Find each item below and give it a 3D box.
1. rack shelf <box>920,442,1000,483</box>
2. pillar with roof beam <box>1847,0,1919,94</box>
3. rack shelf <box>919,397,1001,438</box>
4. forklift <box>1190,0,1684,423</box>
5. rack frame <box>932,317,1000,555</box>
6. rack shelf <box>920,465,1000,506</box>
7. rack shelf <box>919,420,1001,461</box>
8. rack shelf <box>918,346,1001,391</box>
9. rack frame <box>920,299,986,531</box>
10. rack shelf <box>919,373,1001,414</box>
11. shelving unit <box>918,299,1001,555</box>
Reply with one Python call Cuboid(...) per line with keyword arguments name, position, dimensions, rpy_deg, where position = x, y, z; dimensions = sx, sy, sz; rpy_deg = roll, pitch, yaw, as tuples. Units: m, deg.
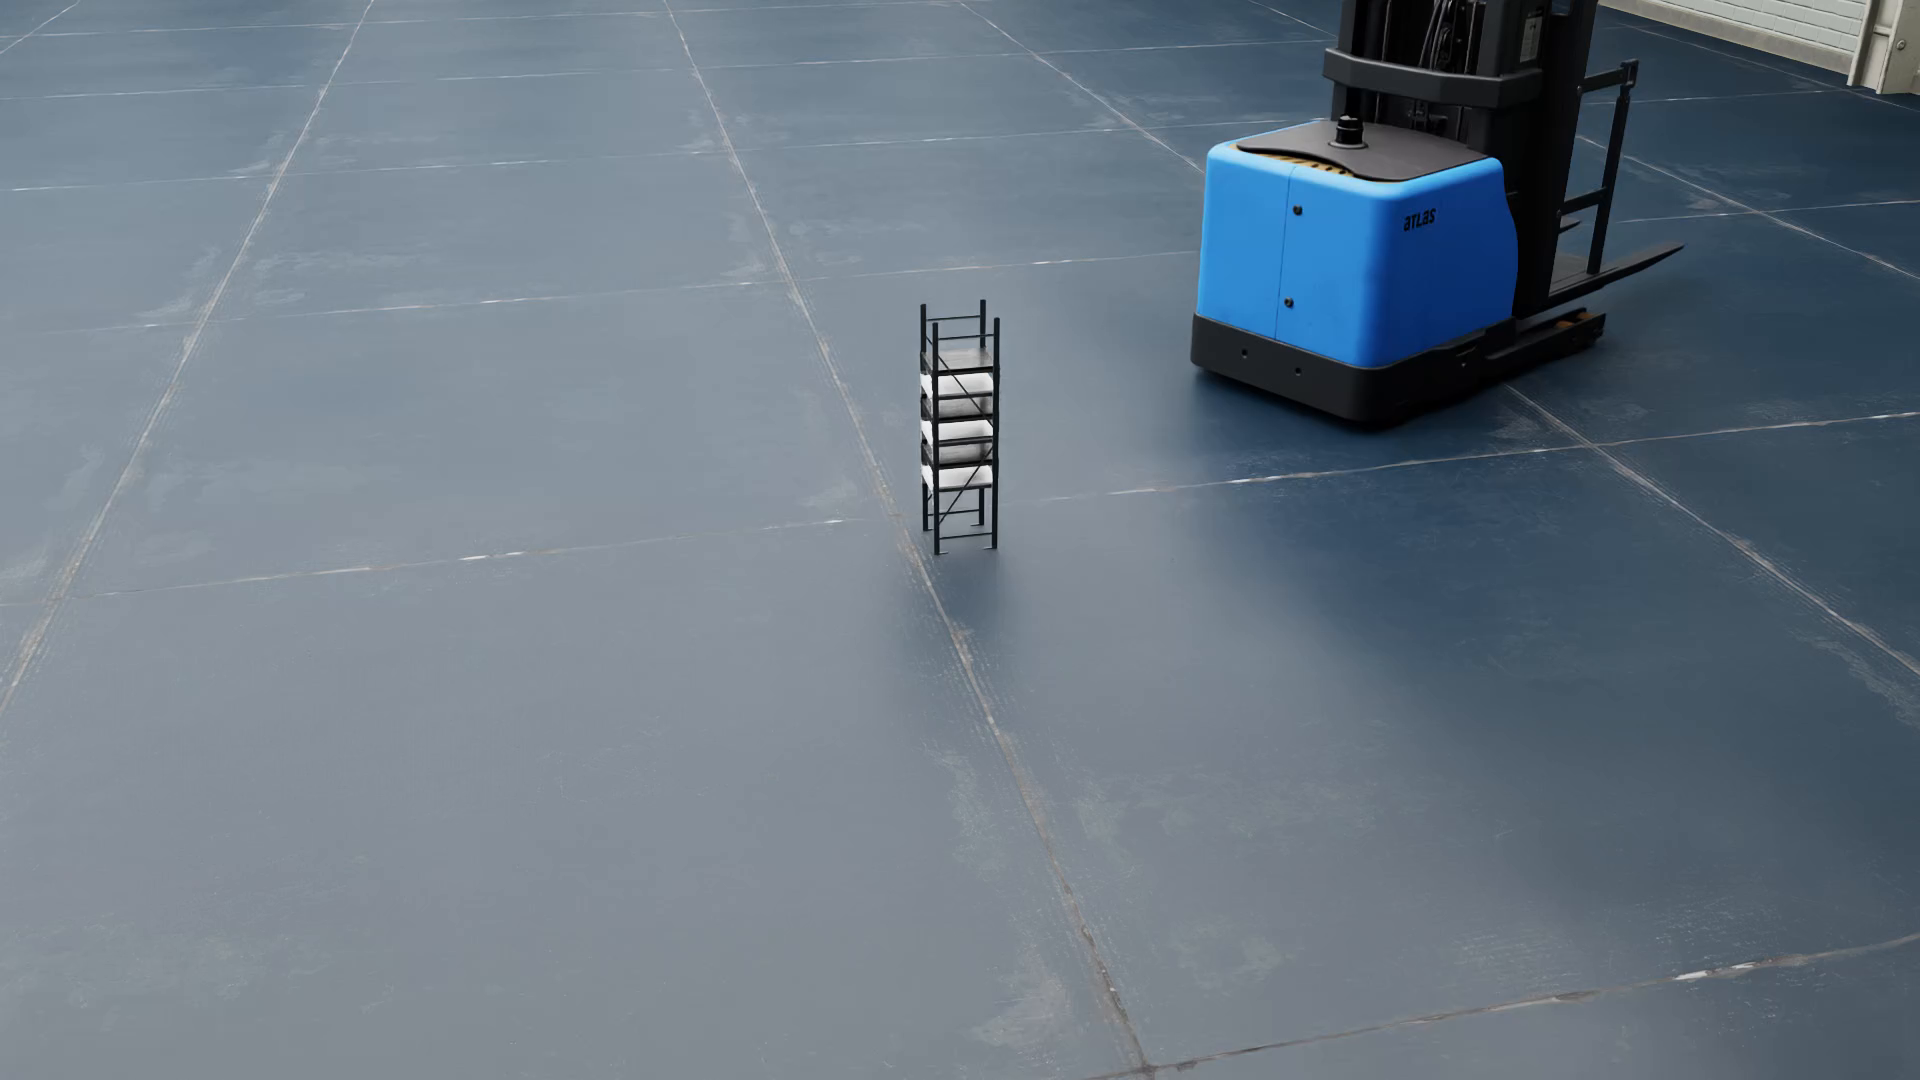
Cuboid(name="rack shelf", position=(-0.002, -0.295, 6.110), dimensions=(0.258, 0.077, 0.200), rpy_deg=(-6, 27, -12))
Cuboid(name="pillar with roof beam", position=(3.289, -7.257, 10.641), dimensions=(9.100, 9.000, 0.400), rpy_deg=(-6, 27, -12))
Cuboid(name="rack shelf", position=(-0.002, -0.456, 6.029), dimensions=(0.258, 0.077, 0.200), rpy_deg=(-6, 27, -12))
Cuboid(name="forklift", position=(2.514, -2.355, 7.662), dimensions=(3.031, 2.935, 1.130), rpy_deg=(-22, 34, -36))
Cuboid(name="rack frame", position=(0.021, -0.361, 5.966), dimensions=(0.240, 0.900, 0.006), rpy_deg=(-6, 27, -12))
Cuboid(name="rack shelf", position=(-0.002, -0.215, 6.150), dimensions=(0.258, 0.077, 0.200), rpy_deg=(-6, 27, -12))
Cuboid(name="rack shelf", position=(-0.002, -0.376, 6.069), dimensions=(0.258, 0.077, 0.200), rpy_deg=(-6, 27, -12))
Cuboid(name="rack shelf", position=(-0.002, -0.617, 5.948), dimensions=(0.258, 0.077, 0.200), rpy_deg=(-6, 27, -12))
Cuboid(name="rack frame", position=(-0.025, -0.450, 6.143), dimensions=(0.240, 0.900, 0.006), rpy_deg=(-6, 27, -12))
Cuboid(name="rack shelf", position=(-0.002, -0.536, 5.988), dimensions=(0.258, 0.077, 0.200), rpy_deg=(-6, 27, -12))
Cuboid(name="shelving unit", position=(-0.002, -0.405, 6.054), dimensions=(0.258, 0.900, 0.210), rpy_deg=(-6, 27, -12))
